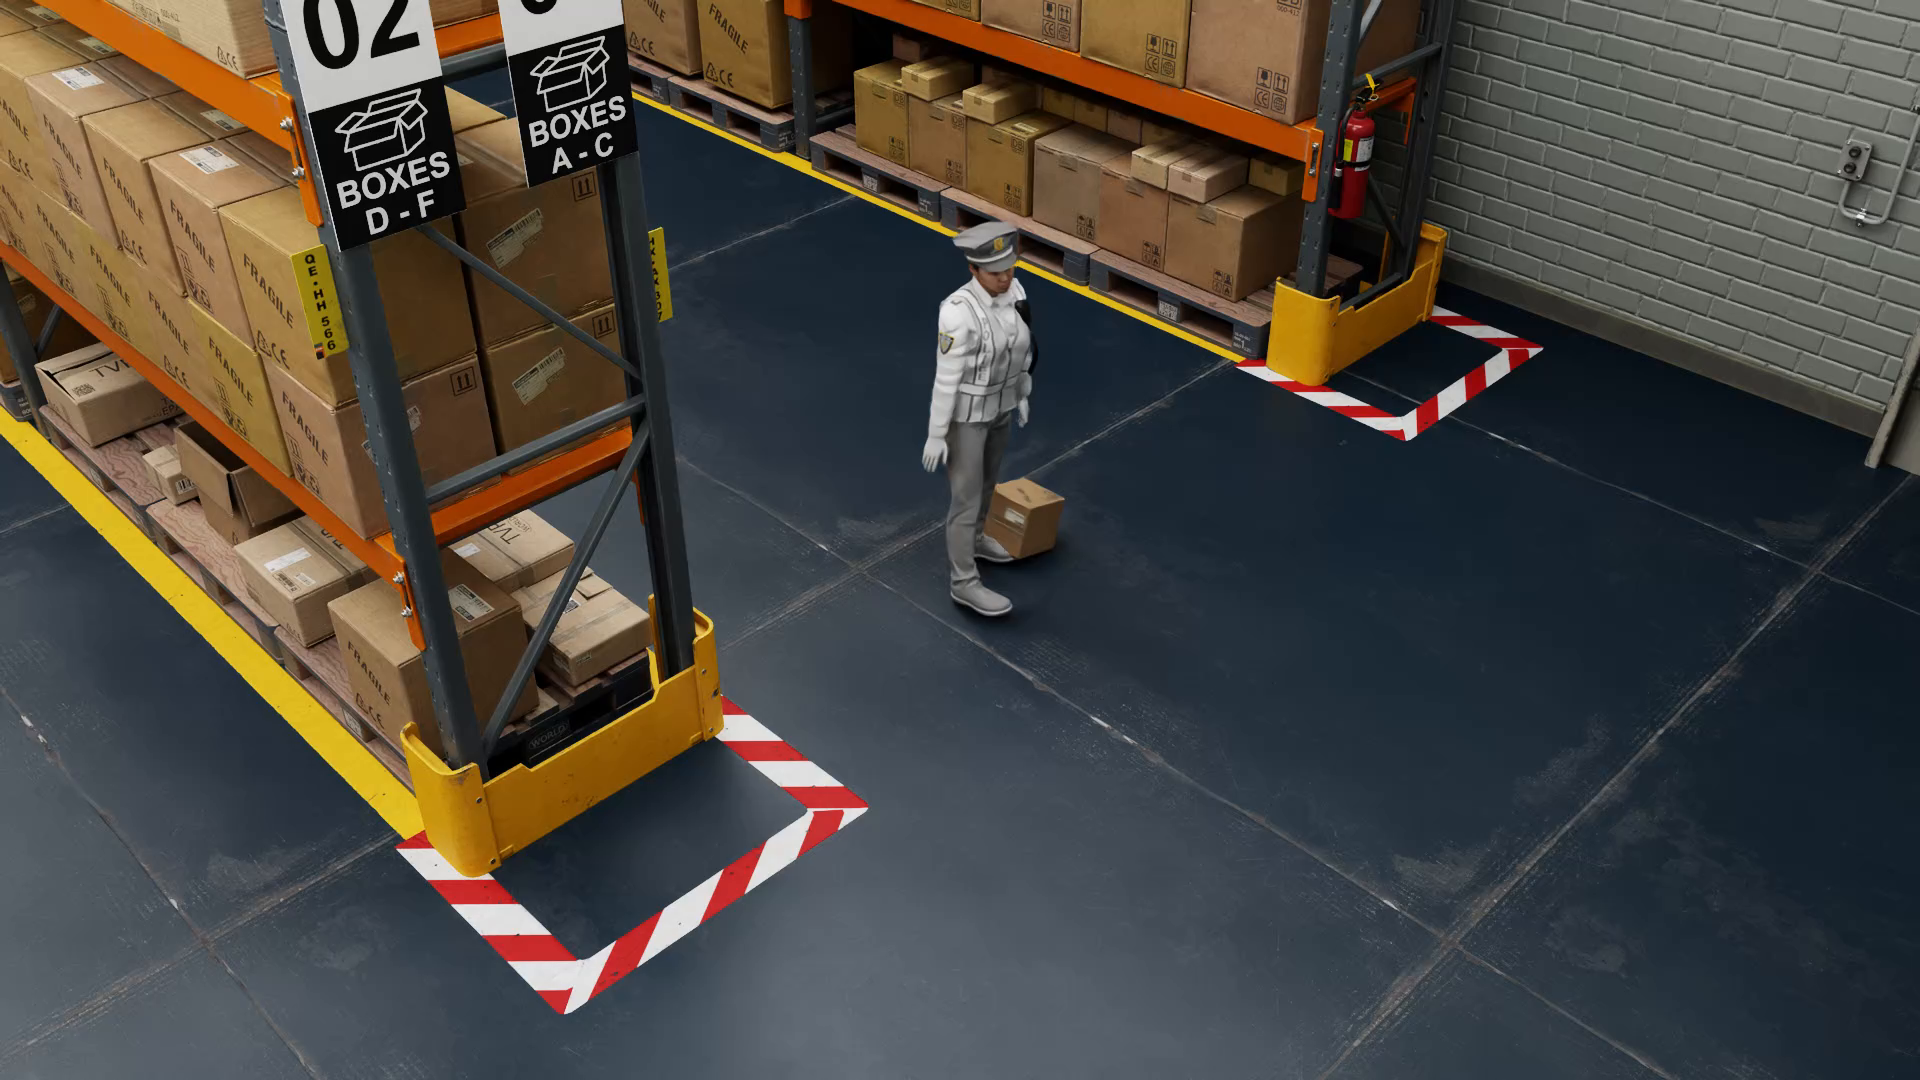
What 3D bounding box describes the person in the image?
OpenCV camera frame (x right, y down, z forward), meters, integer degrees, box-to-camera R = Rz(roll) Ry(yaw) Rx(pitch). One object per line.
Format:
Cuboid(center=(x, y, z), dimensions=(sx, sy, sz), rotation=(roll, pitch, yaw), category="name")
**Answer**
Cuboid(center=(0.102, -0.491, 6.773), dimensions=(0.489, 1.678, 0.634), rotation=(26, 43, 31), category="person")
